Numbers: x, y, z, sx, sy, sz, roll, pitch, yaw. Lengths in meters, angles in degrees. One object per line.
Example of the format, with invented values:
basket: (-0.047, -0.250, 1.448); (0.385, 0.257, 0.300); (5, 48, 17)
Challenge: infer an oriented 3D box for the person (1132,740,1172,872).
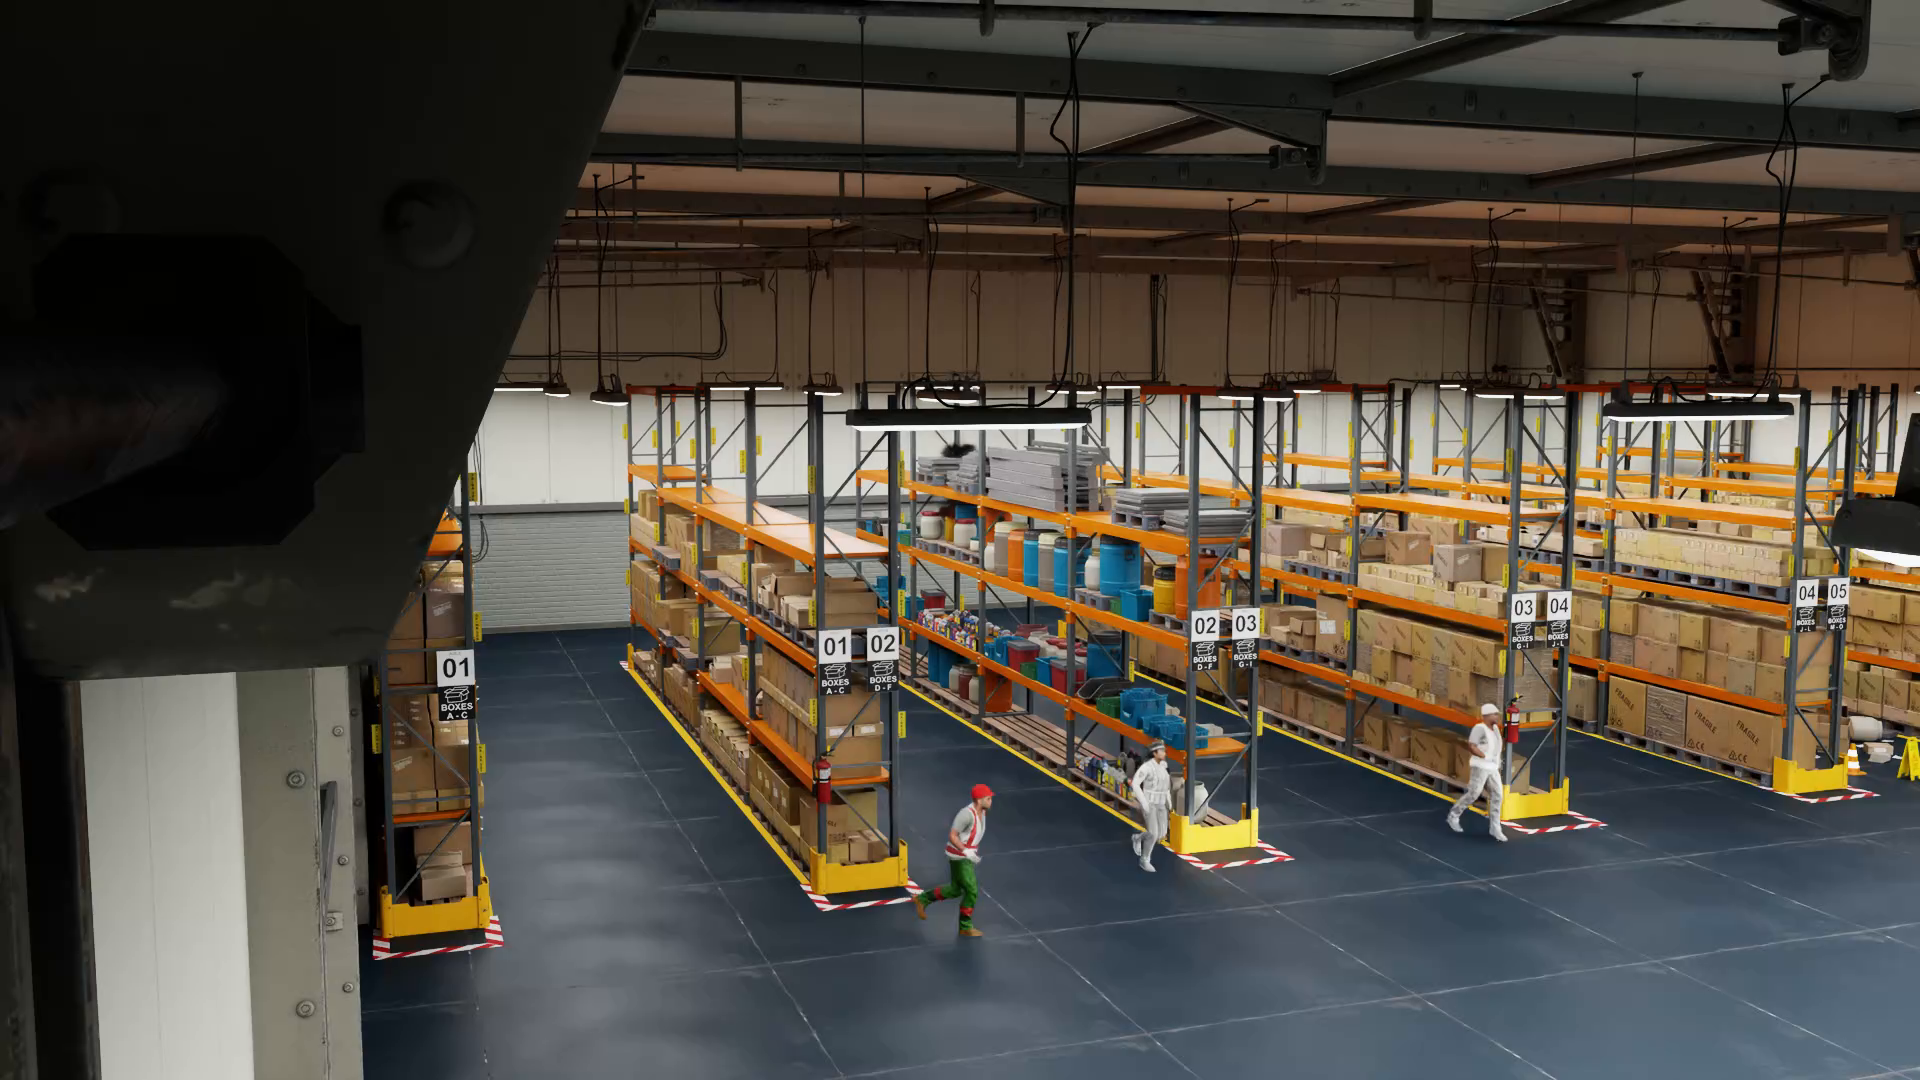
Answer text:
person: (2.434, 3.356, 21.195); (0.660, 1.654, 0.539); (-5, 8, -39)

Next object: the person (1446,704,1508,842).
person: (7.140, 3.111, 22.548); (0.747, 1.792, 0.862); (-5, 8, -42)

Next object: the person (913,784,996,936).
person: (-0.065, 3.578, 18.729); (0.955, 1.727, 0.658); (2, 6, 19)
